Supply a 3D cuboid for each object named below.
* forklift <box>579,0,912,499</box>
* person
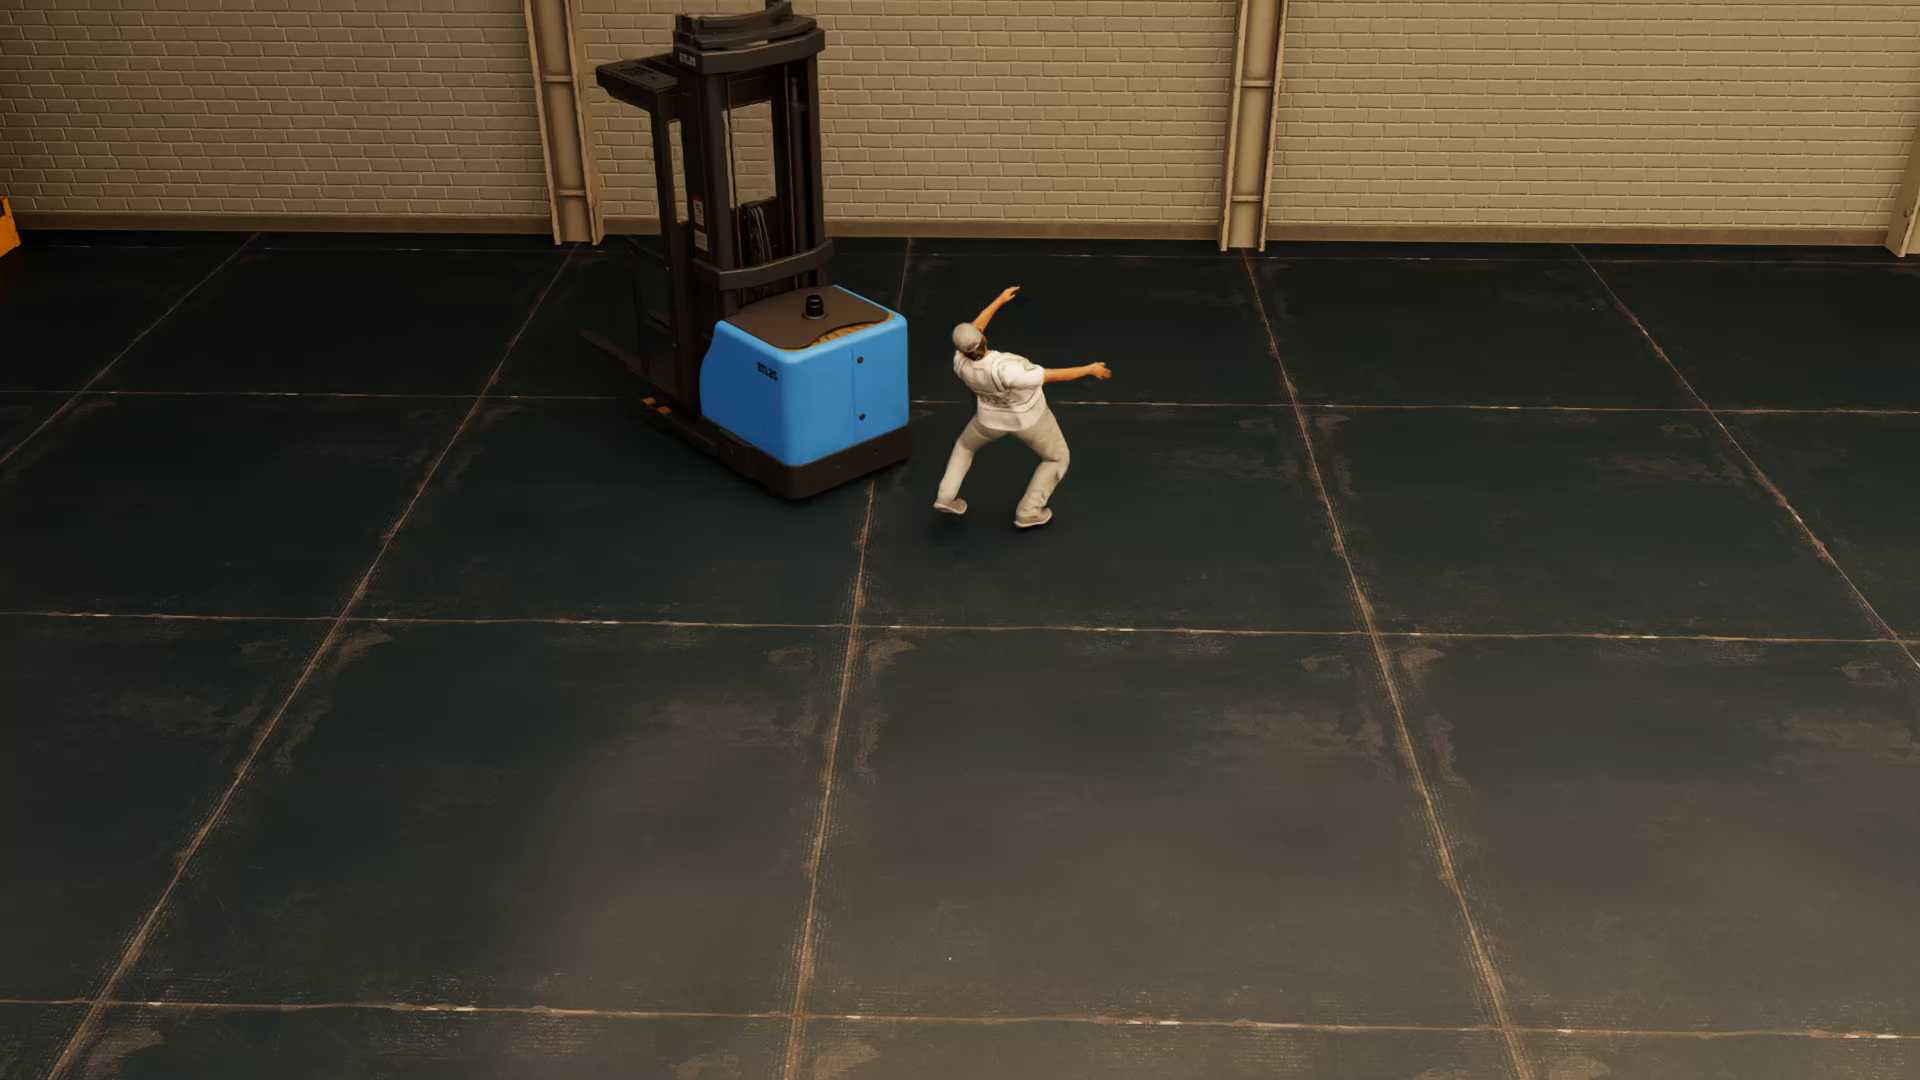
[{"bbox_3d":[-1.678,-2.196,11.338,1.130,2.935,3.031,-24,38,-35],"label":"forklift"},{"bbox_3d":[0.403,-0.756,10.327,1.026,1.459,0.681,10,32,17],"label":"person"}]
